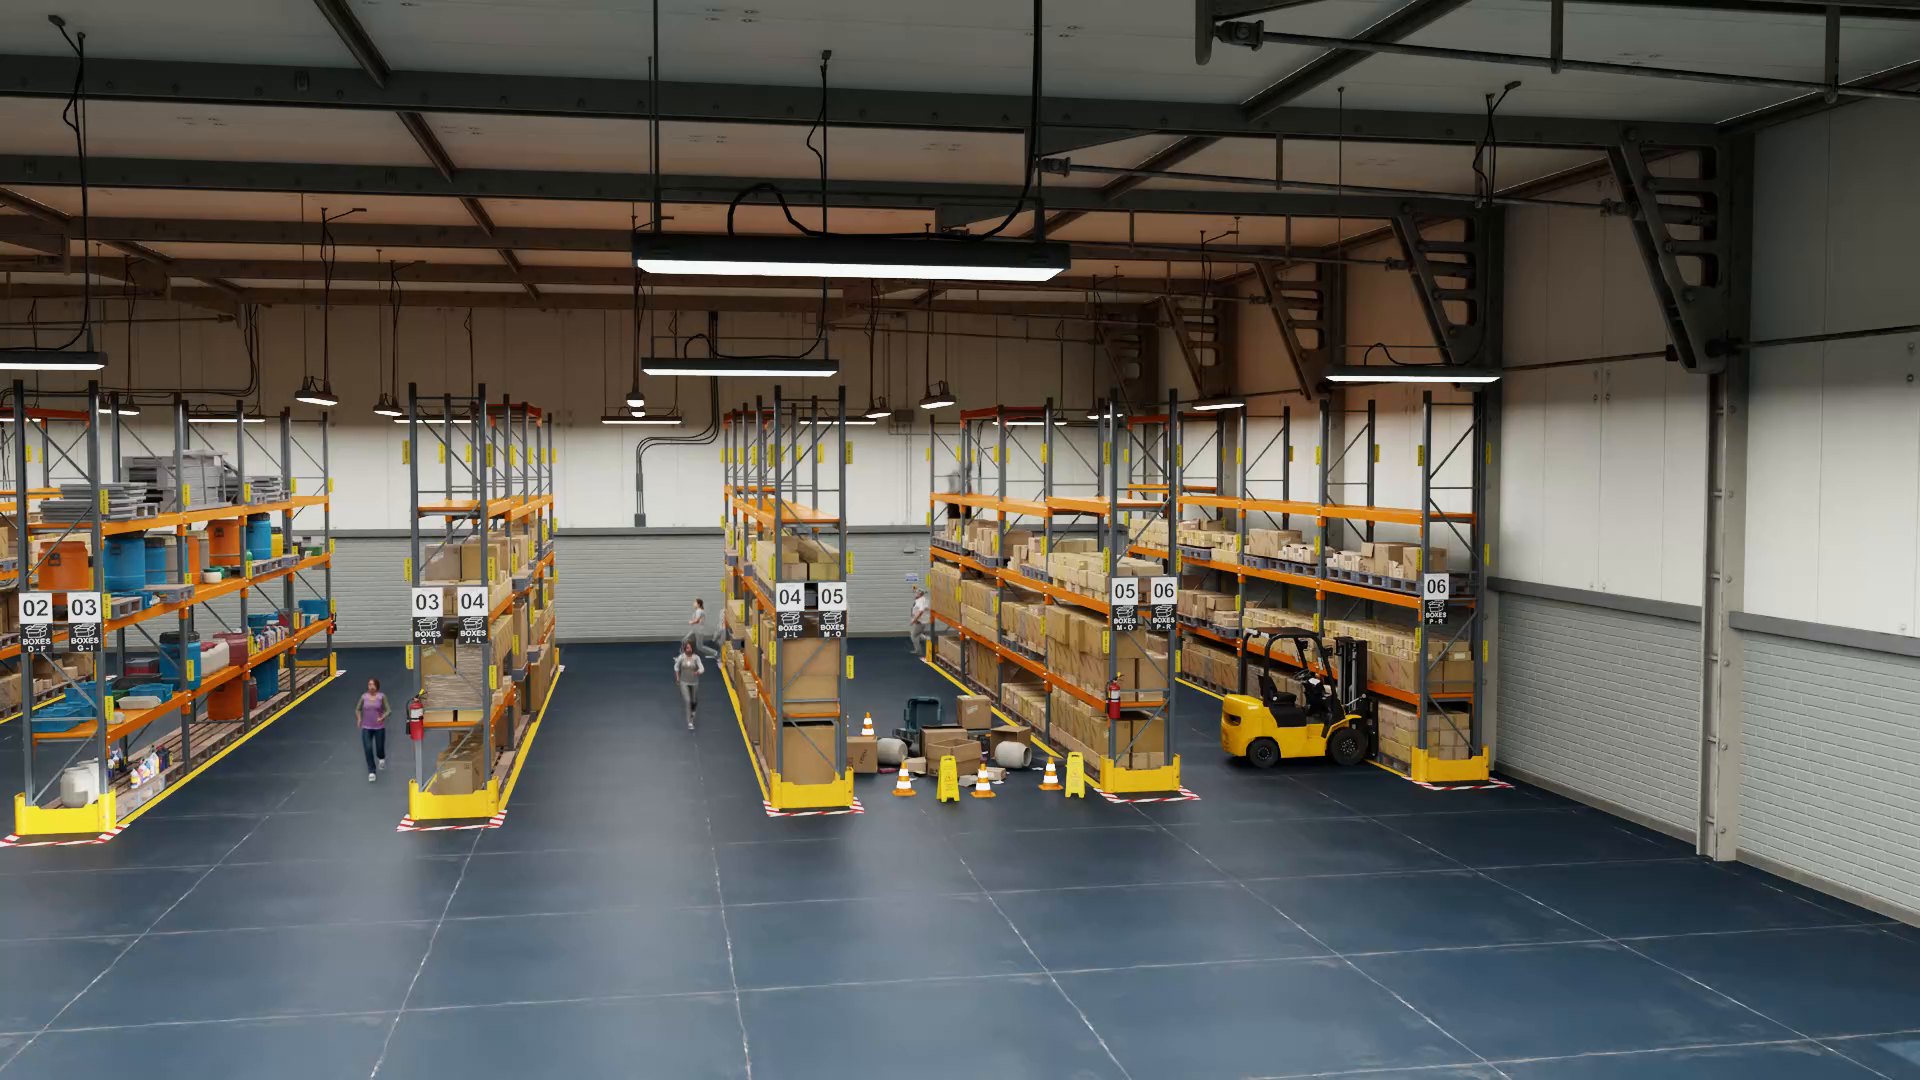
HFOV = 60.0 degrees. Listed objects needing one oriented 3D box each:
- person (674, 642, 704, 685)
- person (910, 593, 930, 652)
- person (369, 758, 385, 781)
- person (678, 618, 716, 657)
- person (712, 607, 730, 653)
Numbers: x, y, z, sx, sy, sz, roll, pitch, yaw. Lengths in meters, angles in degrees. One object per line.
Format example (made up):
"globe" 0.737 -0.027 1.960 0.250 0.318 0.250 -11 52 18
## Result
"person" -4.956 2.267 30.449 0.538 0.797 0.537 -1 3 -11
"person" -0.985 2.057 41.737 0.527 1.529 0.535 0 3 8
"person" -9.055 3.510 25.822 0.189 0.362 0.680 -1 3 -12
"person" -6.373 2.364 40.441 0.899 1.049 0.487 -1 3 -19
"person" -14.773 0.622 26.723 31.524 5.939 20.259 -2 4 -39
